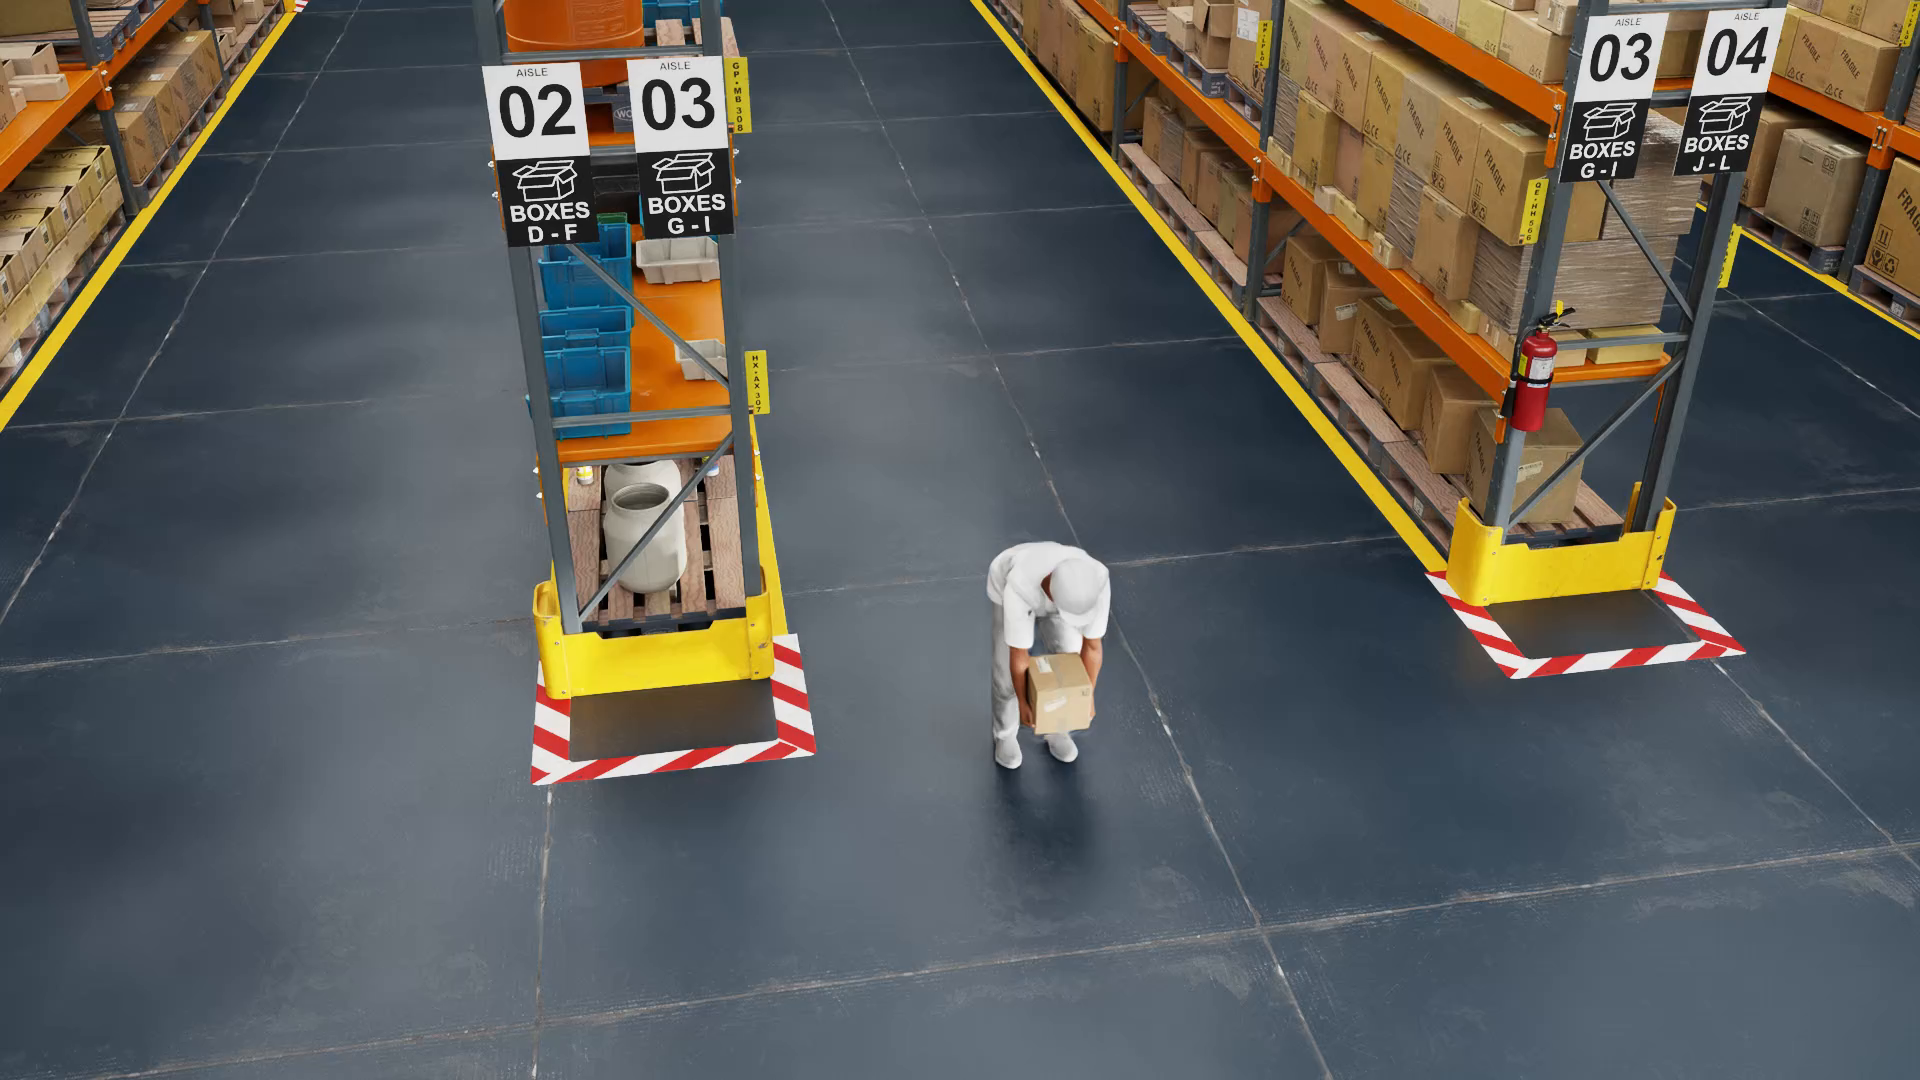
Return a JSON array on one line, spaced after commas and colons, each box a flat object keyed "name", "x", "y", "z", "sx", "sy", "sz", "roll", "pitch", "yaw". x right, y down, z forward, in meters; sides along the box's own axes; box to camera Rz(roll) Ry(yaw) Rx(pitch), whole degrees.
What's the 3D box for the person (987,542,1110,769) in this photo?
[{"name": "person", "x": 0.415, "y": 0.519, "z": 7.614, "sx": 0.490, "sy": 1.376, "sz": 0.898, "roll": -6, "pitch": 31, "yaw": -10}]
